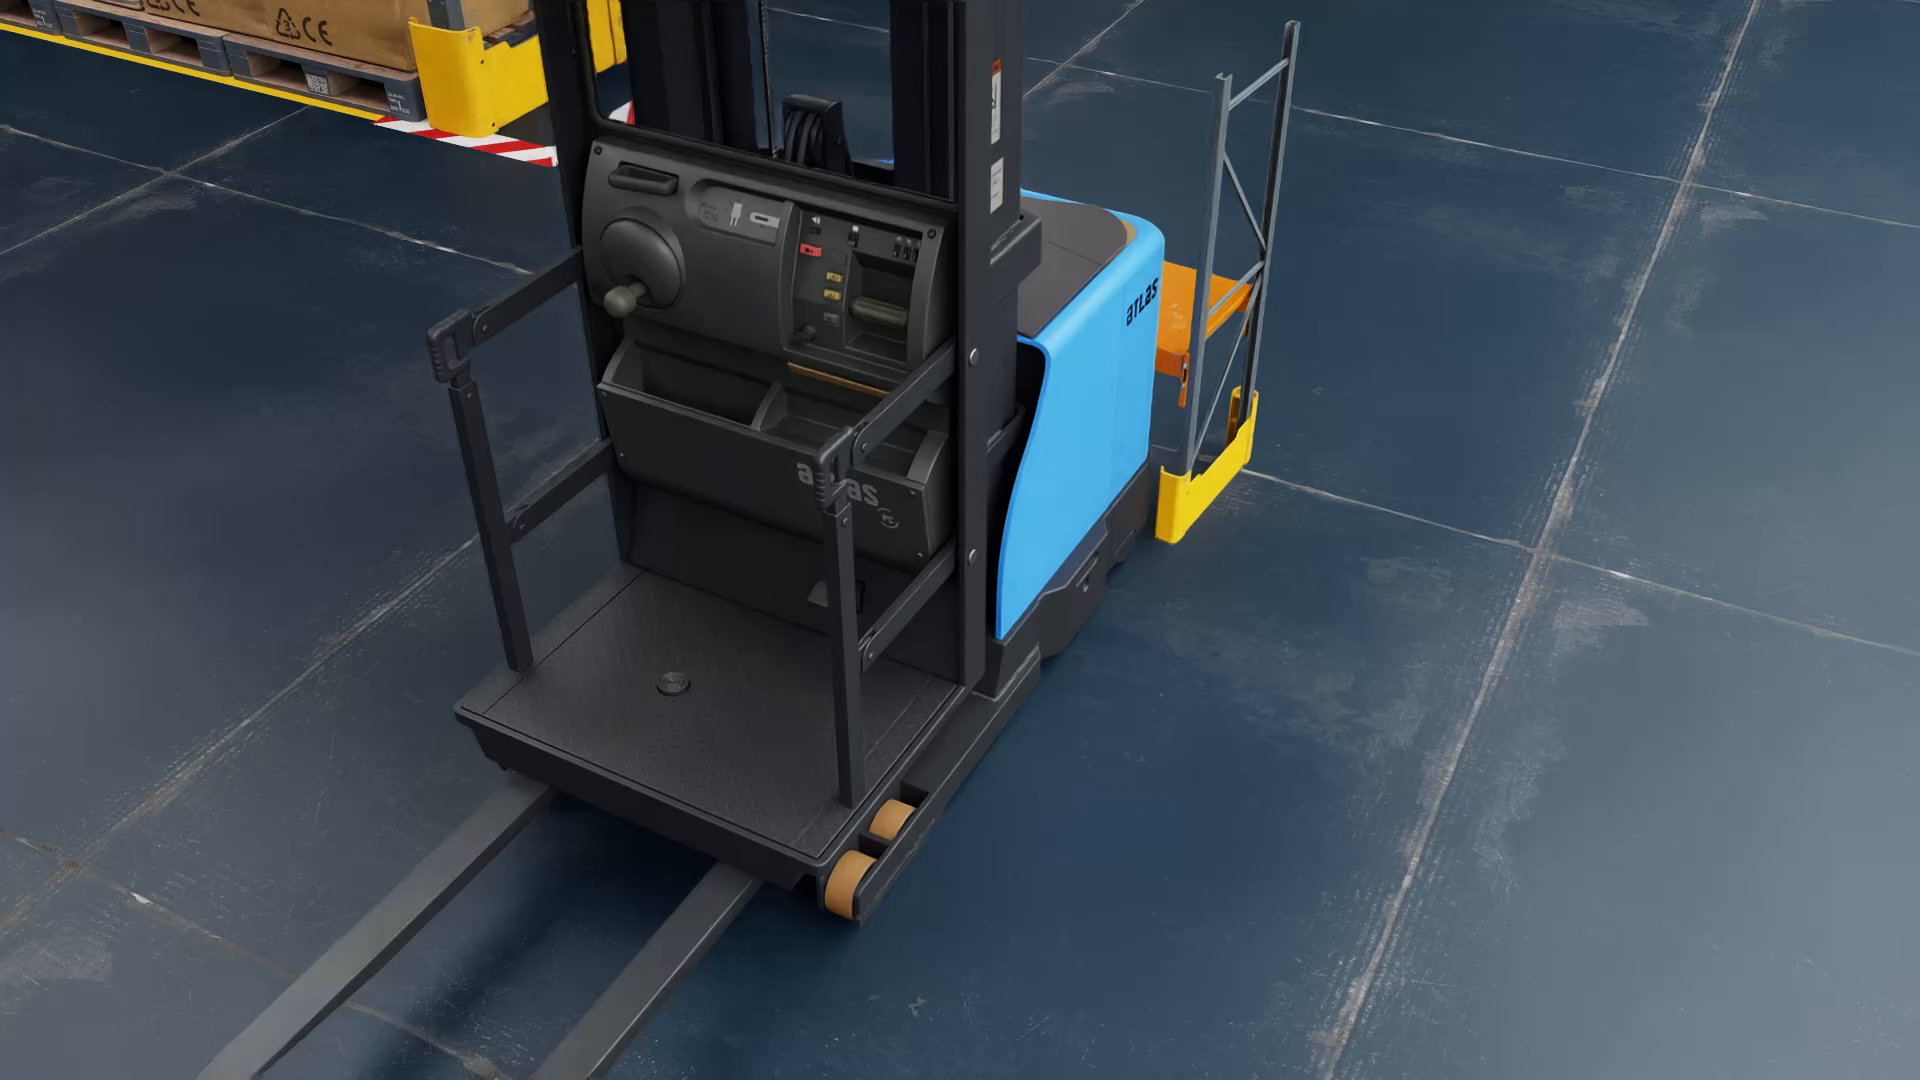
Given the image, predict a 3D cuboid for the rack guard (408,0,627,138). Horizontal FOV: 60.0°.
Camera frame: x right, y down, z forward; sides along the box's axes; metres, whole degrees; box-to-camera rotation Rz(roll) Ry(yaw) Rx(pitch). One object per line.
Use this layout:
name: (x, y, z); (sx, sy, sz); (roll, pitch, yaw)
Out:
rack guard: (-2.099, -2.407, 8.008); (0.348, 0.500, 1.175); (17, 41, 21)

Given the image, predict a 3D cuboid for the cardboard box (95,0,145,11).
cardboard box: (-4.343, -3.382, 8.634); (0.875, 0.875, 0.875); (18, 41, 22)

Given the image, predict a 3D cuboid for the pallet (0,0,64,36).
pallet: (-5.033, -3.158, 9.235); (1.213, 0.211, 1.003); (17, 41, 21)

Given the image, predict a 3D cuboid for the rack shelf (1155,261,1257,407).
rack shelf: (0.386, -0.762, 5.311); (1.000, 0.185, 0.538); (21, 42, 25)

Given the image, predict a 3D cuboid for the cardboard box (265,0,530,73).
cardboard box: (-2.752, -2.884, 7.978); (0.875, 0.875, 0.875); (18, 41, 22)

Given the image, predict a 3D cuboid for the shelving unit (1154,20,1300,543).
shelving unit: (0.378, -0.908, 5.206); (1.083, 1.500, 0.587); (21, 42, 25)

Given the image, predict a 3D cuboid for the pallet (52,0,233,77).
pallet: (-3.945, -2.819, 8.789); (1.213, 0.211, 1.003); (17, 41, 21)

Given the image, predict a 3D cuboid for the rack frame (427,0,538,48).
rack frame: (-2.120, -3.410, 7.261); (0.127, 3.000, 1.000); (17, 41, 21)

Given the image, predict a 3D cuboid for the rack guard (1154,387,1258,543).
rack guard: (0.799, -0.250, 5.372); (0.087, 0.250, 0.587); (21, 42, 25)

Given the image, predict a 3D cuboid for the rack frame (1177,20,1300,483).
rack frame: (0.816, -0.741, 4.986); (0.032, 1.500, 0.500); (21, 42, 25)

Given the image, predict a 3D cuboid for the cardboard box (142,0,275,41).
cardboard box: (-3.535, -3.127, 8.299); (0.875, 0.875, 0.875); (17, 40, 21)

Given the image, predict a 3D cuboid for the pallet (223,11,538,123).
pallet: (-2.866, -2.479, 8.342); (1.213, 0.211, 1.003); (17, 41, 21)

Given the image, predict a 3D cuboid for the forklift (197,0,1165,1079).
forklift: (-0.558, -0.561, 3.565); (1.130, 2.935, 3.031); (18, 41, 22)
